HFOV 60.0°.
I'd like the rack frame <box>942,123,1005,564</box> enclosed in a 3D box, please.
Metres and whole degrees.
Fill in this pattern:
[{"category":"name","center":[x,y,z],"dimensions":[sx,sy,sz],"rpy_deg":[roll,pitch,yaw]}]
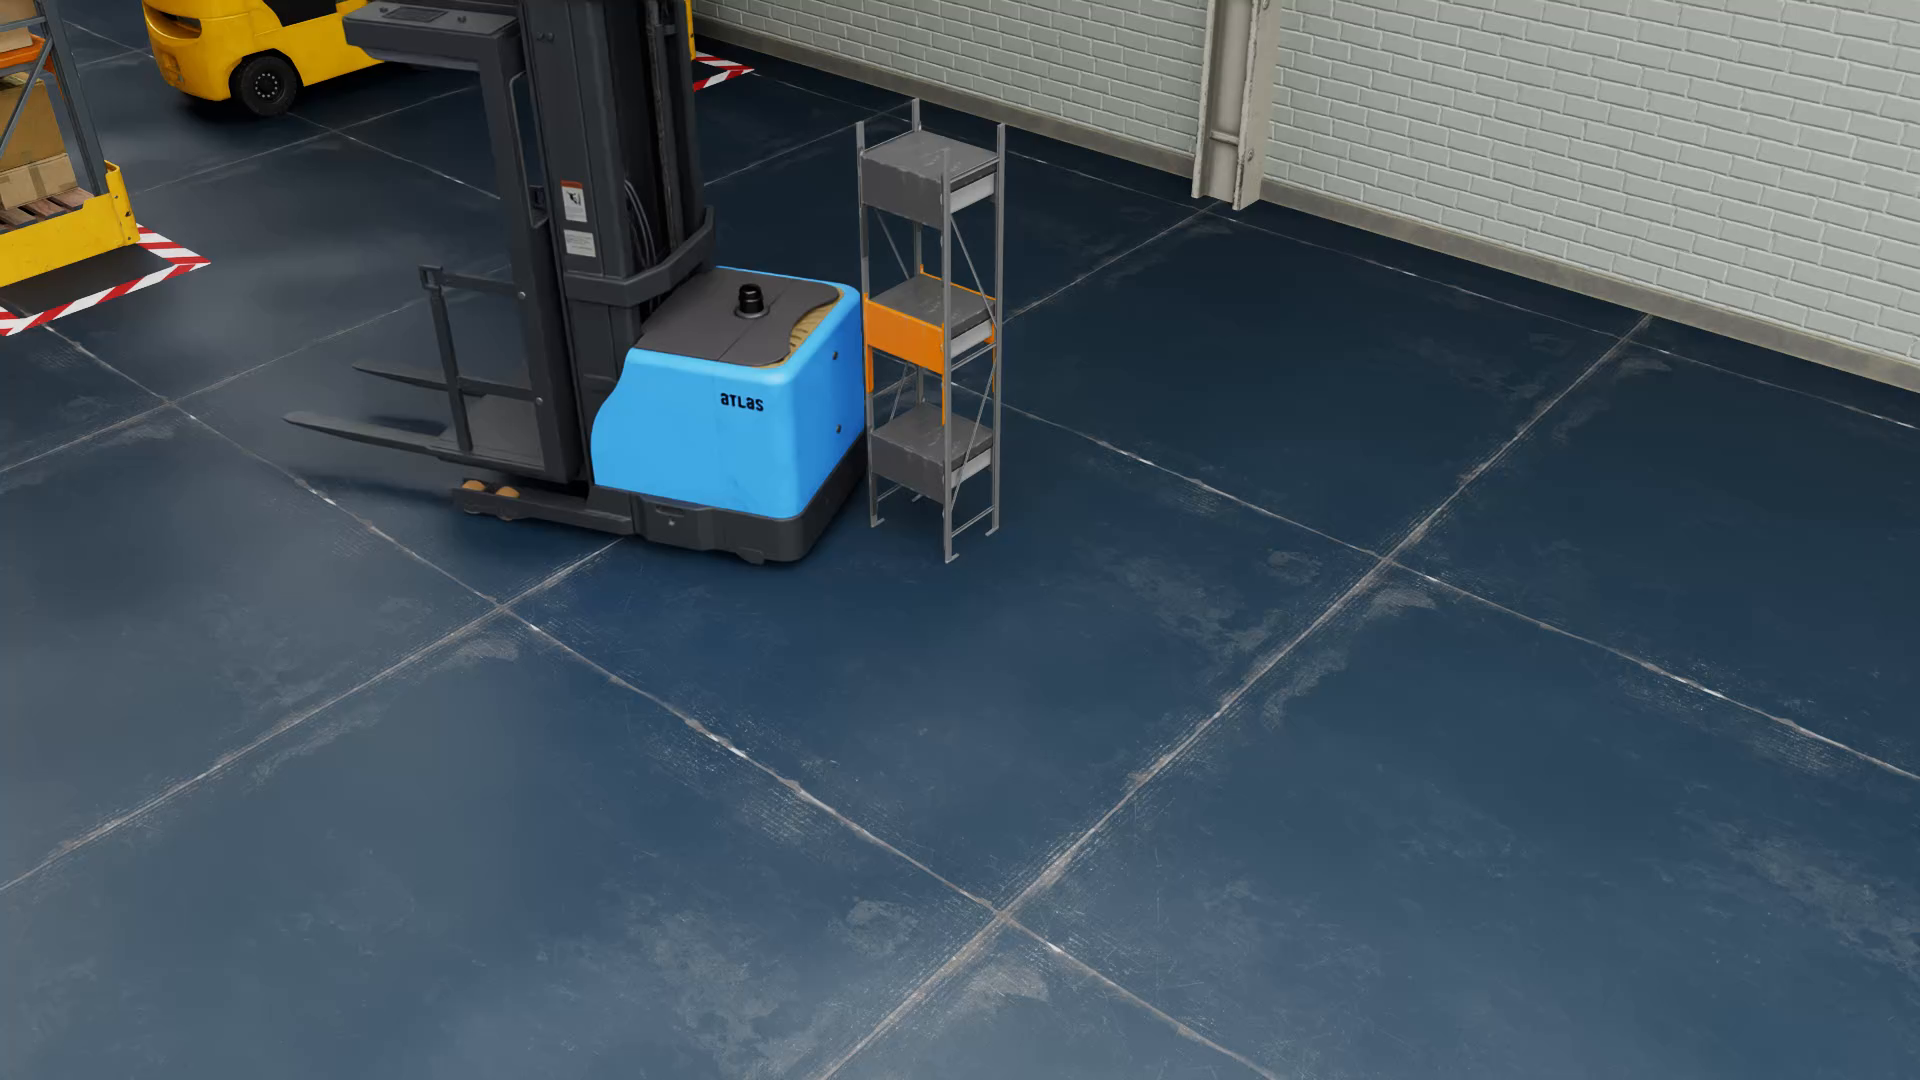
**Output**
[{"category":"rack frame","center":[0.060,-0.837,7.614],"dimensions":[0.015,2.100,0.400],"rpy_deg":[25,42,32]}]

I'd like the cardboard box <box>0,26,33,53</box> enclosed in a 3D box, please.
[{"category":"cardboard box","center":[-6.067,-3.148,10.406],"dimensions":[0.250,0.149,0.380],"rpy_deg":[25,42,32]}]

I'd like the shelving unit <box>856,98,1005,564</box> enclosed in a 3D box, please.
[{"category":"shelving unit","center":[-0.127,-0.926,7.743],"dimensions":[0.503,2.100,0.431],"rpy_deg":[25,42,32]}]

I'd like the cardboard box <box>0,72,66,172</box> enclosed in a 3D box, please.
[{"category":"cardboard box","center":[-6.400,-2.808,11.084],"dimensions":[0.500,0.500,0.500],"rpy_deg":[24,41,30]}]

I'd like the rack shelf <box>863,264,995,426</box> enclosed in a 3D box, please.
[{"category":"rack shelf","center":[-0.127,-0.914,7.751],"dimensions":[0.480,0.518,0.431],"rpy_deg":[25,42,32]}]

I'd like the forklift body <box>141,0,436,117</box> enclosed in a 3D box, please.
[{"category":"forklift body","center":[-5.389,-4.742,13.256],"dimensions":[1.214,2.155,2.313],"rpy_deg":[25,42,32]}]

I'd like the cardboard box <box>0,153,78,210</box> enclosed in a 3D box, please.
[{"category":"cardboard box","center":[-6.381,-2.490,11.285],"dimensions":[0.500,0.250,0.500],"rpy_deg":[25,42,31]}]

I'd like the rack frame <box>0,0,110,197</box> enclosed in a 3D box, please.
[{"category":"rack frame","center":[-5.938,-3.038,10.024],"dimensions":[0.127,3.000,1.000],"rpy_deg":[25,42,32]}]

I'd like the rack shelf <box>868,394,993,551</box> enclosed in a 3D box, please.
[{"category":"rack shelf","center":[-0.127,-0.337,8.147],"dimensions":[0.480,0.518,0.431],"rpy_deg":[25,42,32]}]

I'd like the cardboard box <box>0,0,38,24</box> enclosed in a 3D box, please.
[{"category":"cardboard box","center":[-6.124,-3.494,10.337],"dimensions":[0.500,0.500,0.500],"rpy_deg":[25,41,31]}]

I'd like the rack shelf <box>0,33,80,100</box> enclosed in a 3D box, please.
[{"category":"rack shelf","center":[-7.475,-3.466,11.283],"dimensions":[4.000,0.370,1.077],"rpy_deg":[25,42,32]}]

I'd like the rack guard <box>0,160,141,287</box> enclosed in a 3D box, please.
[{"category":"rack guard","center":[-5.996,-2.035,10.772],"dimensions":[0.348,0.500,1.175],"rpy_deg":[25,42,32]}]

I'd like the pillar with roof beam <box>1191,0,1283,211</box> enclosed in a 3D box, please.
[{"category":"pillar with roof beam","center":[-0.867,-4.270,6.519],"dimensions":[0.400,9.000,9.100],"rpy_deg":[25,42,32]}]

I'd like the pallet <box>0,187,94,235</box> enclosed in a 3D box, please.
[{"category":"pallet","center":[-6.598,-2.226,11.305],"dimensions":[1.213,0.211,1.003],"rpy_deg":[25,42,32]}]

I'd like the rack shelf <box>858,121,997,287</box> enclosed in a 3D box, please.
[{"category":"rack shelf","center":[-0.127,-1.491,7.354],"dimensions":[0.480,0.518,0.431],"rpy_deg":[25,42,32]}]

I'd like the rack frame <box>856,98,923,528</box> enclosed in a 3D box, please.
[{"category":"rack frame","center":[-0.315,-1.014,7.872],"dimensions":[0.015,2.100,0.400],"rpy_deg":[25,42,32]}]

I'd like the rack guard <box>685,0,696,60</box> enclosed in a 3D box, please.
[{"category":"rack guard","center":[-2.746,-4.160,13.866],"dimensions":[0.348,0.500,1.175],"rpy_deg":[25,42,32]}]

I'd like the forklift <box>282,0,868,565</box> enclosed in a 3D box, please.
[{"category":"forklift","center":[-2.045,-1.578,7.959],"dimensions":[3.031,2.935,1.130],"rpy_deg":[11,36,15]}]
